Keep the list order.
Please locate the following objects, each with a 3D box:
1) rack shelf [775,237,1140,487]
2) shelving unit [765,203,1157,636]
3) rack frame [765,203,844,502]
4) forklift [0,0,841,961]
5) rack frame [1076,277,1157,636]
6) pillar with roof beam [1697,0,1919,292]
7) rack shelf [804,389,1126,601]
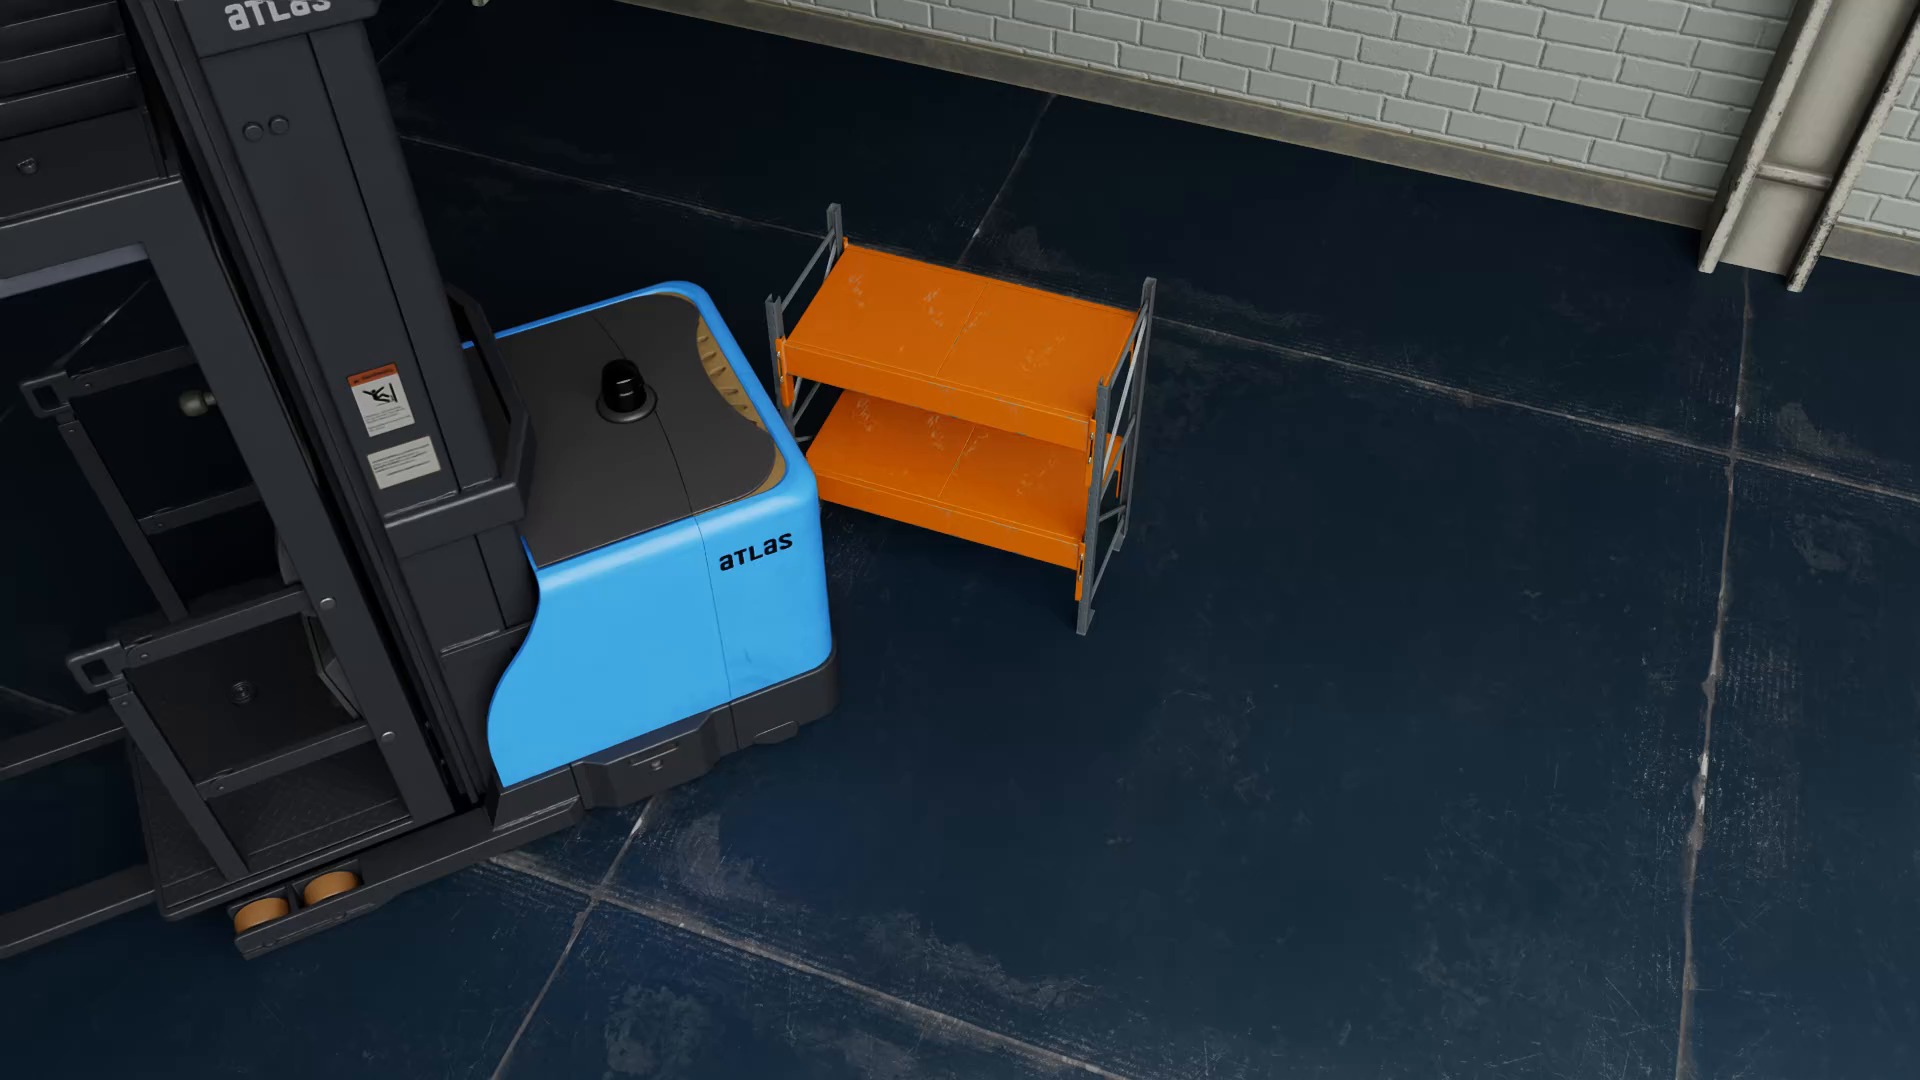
[{"bbox_3d":[0.006,-0.558,5.102,1.000,0.278,0.538,16,51,13],"label":"rack shelf"},{"bbox_3d":[0.006,-0.367,5.323,1.048,1.125,0.538,16,51,13],"label":"shelving unit"},{"bbox_3d":[-0.471,-0.500,5.439,0.032,1.125,0.500,16,51,13],"label":"rack frame"},{"bbox_3d":[-1.930,-0.248,4.026,3.031,2.935,1.130,-20,52,-17],"label":"forklift"},{"bbox_3d":[0.483,-0.234,5.208,0.032,1.125,0.500,16,51,13],"label":"rack frame"},{"bbox_3d":[1.714,-1.038,0.695,0.400,9.000,9.100,16,51,13],"label":"pillar with roof beam"},{"bbox_3d":[0.006,-0.207,5.508,1.000,0.278,0.538,16,51,13],"label":"rack shelf"}]
